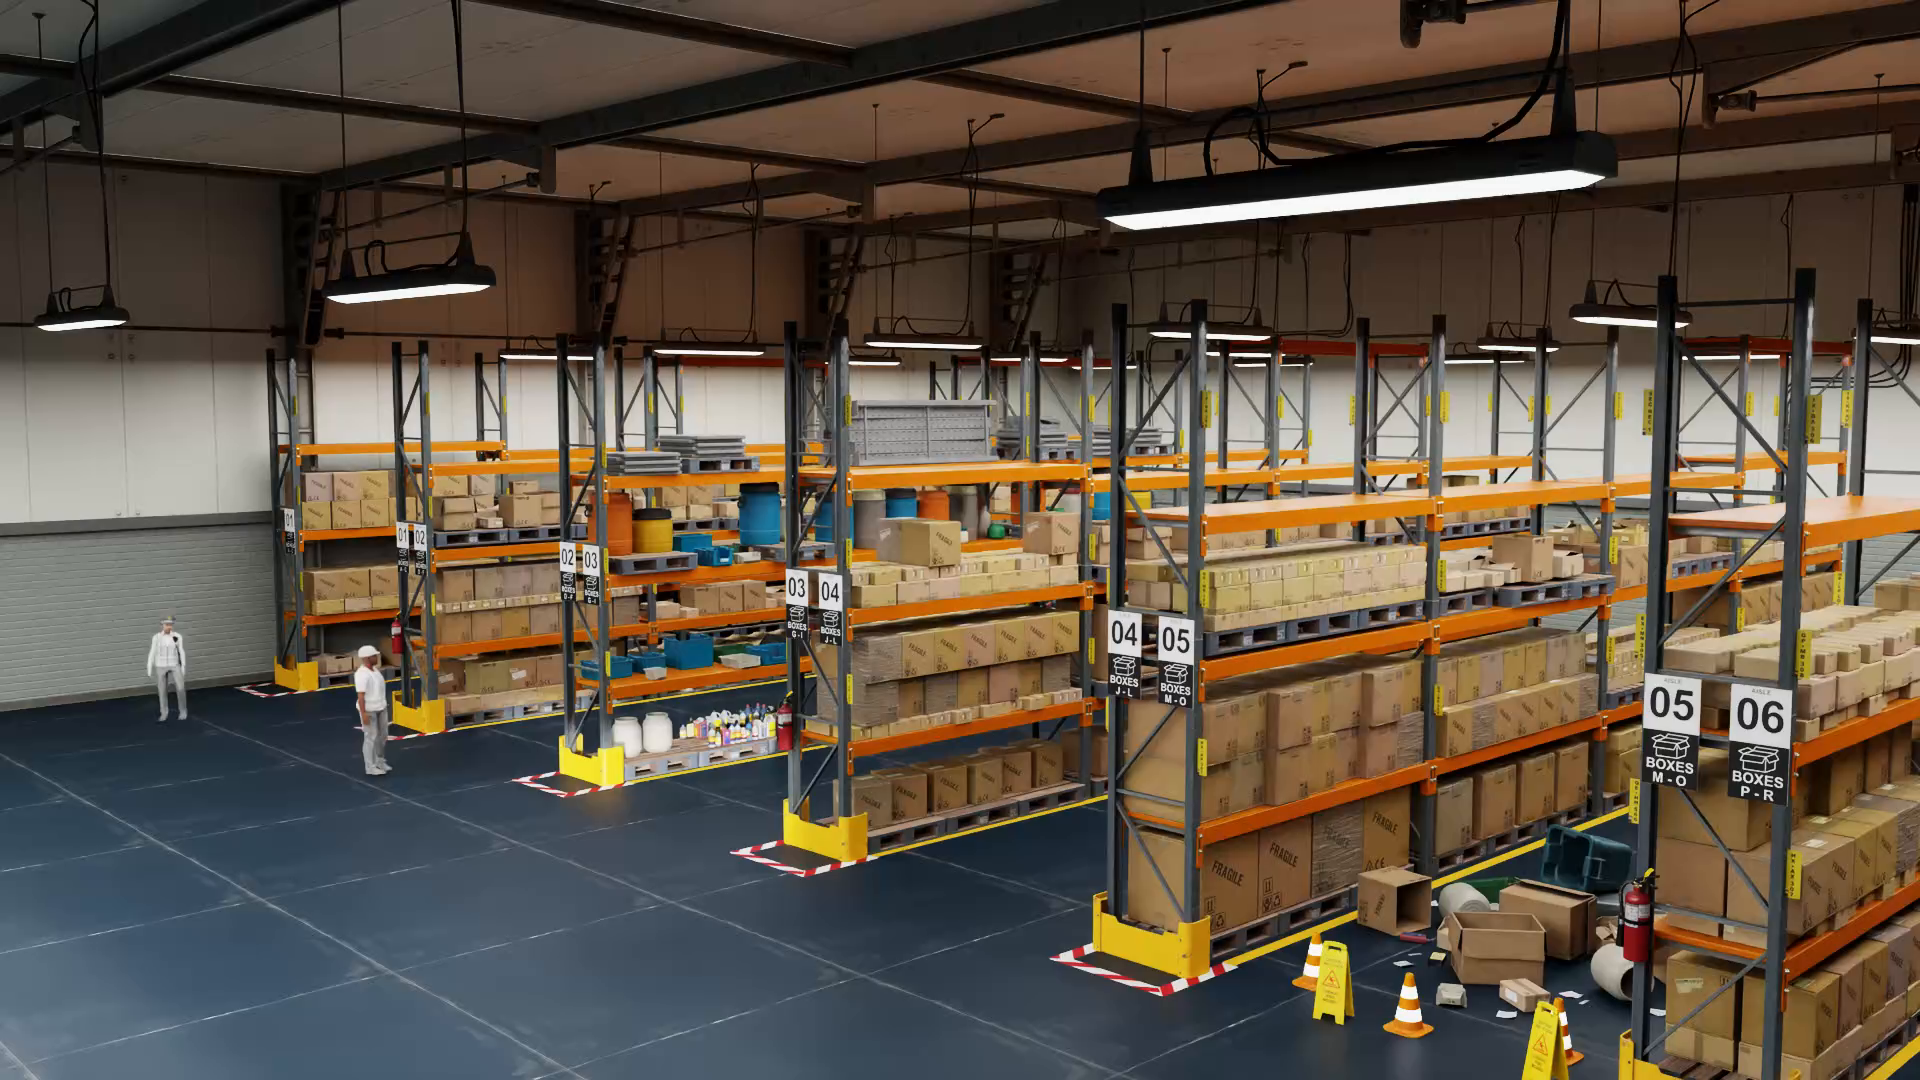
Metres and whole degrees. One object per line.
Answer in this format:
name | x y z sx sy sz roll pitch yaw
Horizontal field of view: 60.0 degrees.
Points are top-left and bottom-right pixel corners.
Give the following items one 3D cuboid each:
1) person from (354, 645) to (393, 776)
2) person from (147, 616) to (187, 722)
person | -8.032 2.333 22.762 0.447 1.797 0.628 1 5 14
person | -12.647 2.045 26.496 0.550 1.688 0.362 -2 5 -24
